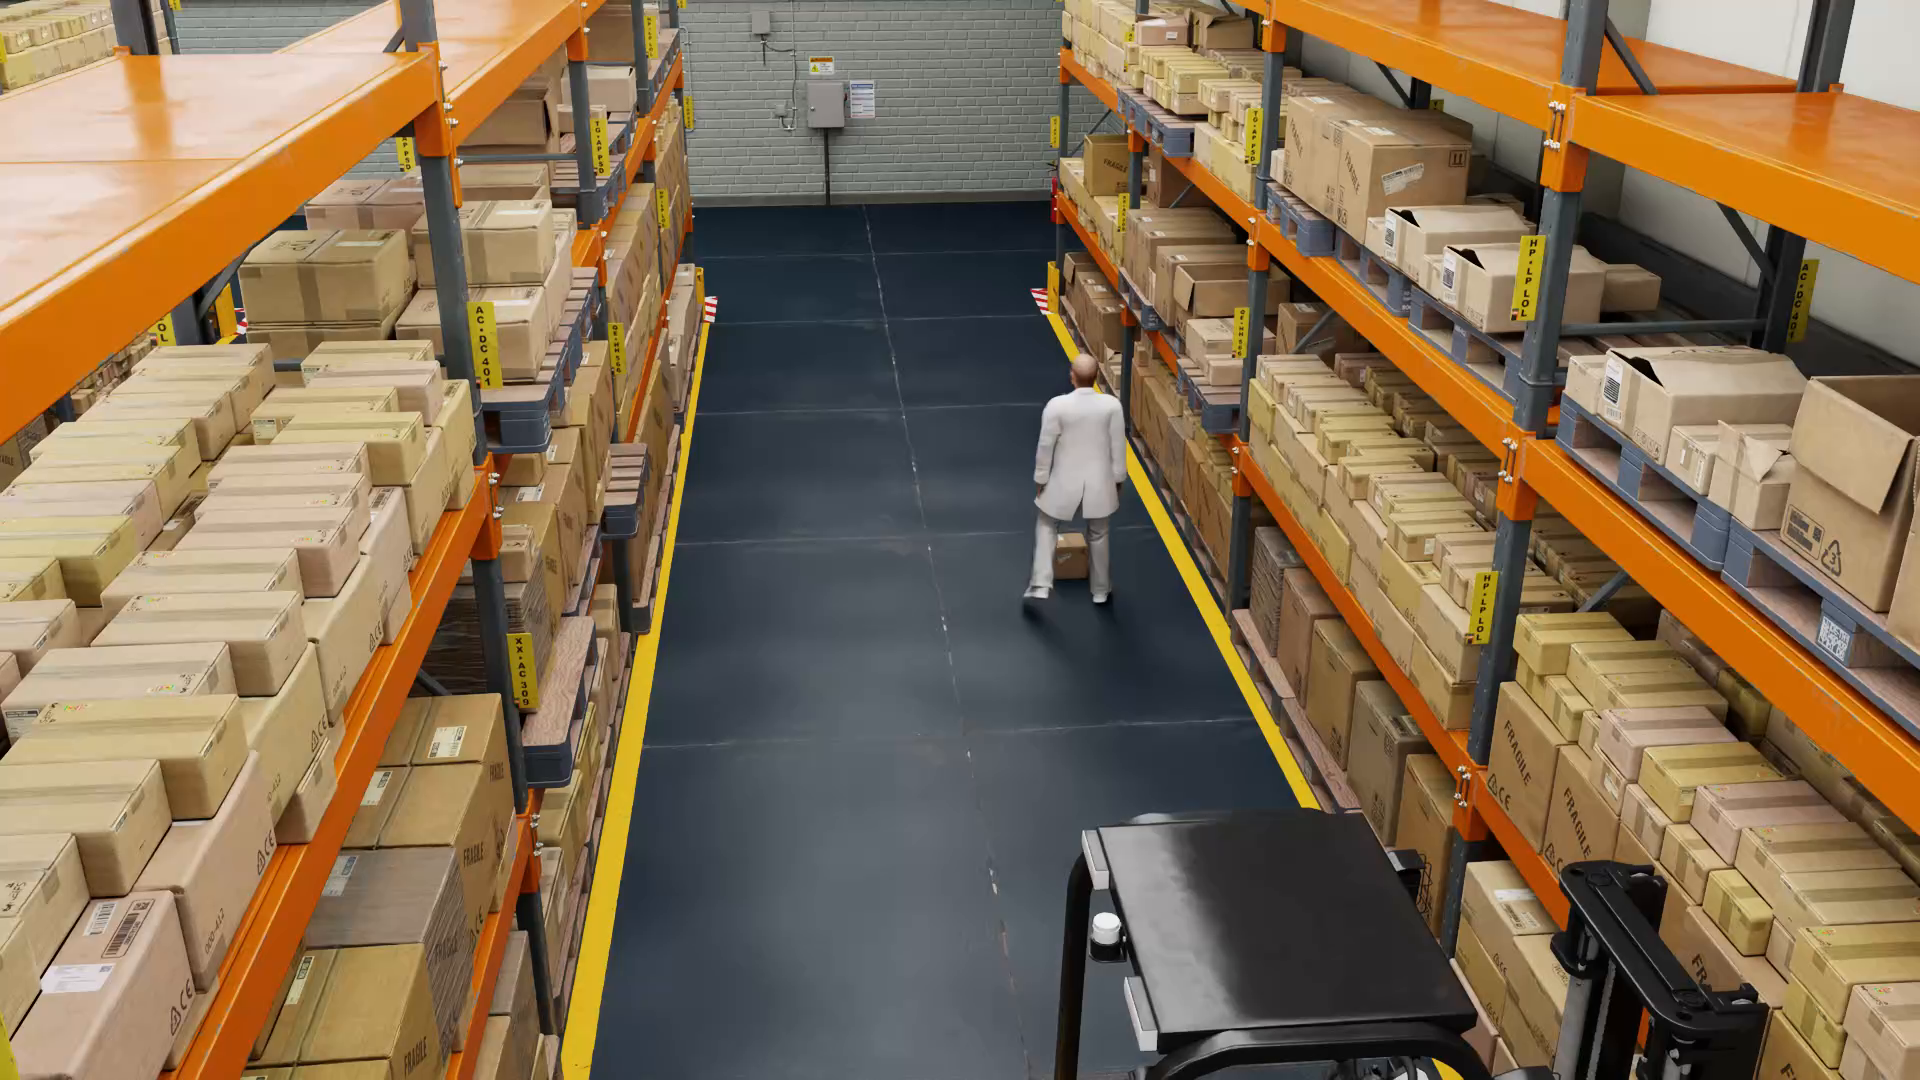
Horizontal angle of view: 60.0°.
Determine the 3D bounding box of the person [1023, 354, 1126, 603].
[{"bbox_3d":[0.781,-0.384,11.200,0.702,1.786,0.600,-2,23,-4],"label":"person"}]
